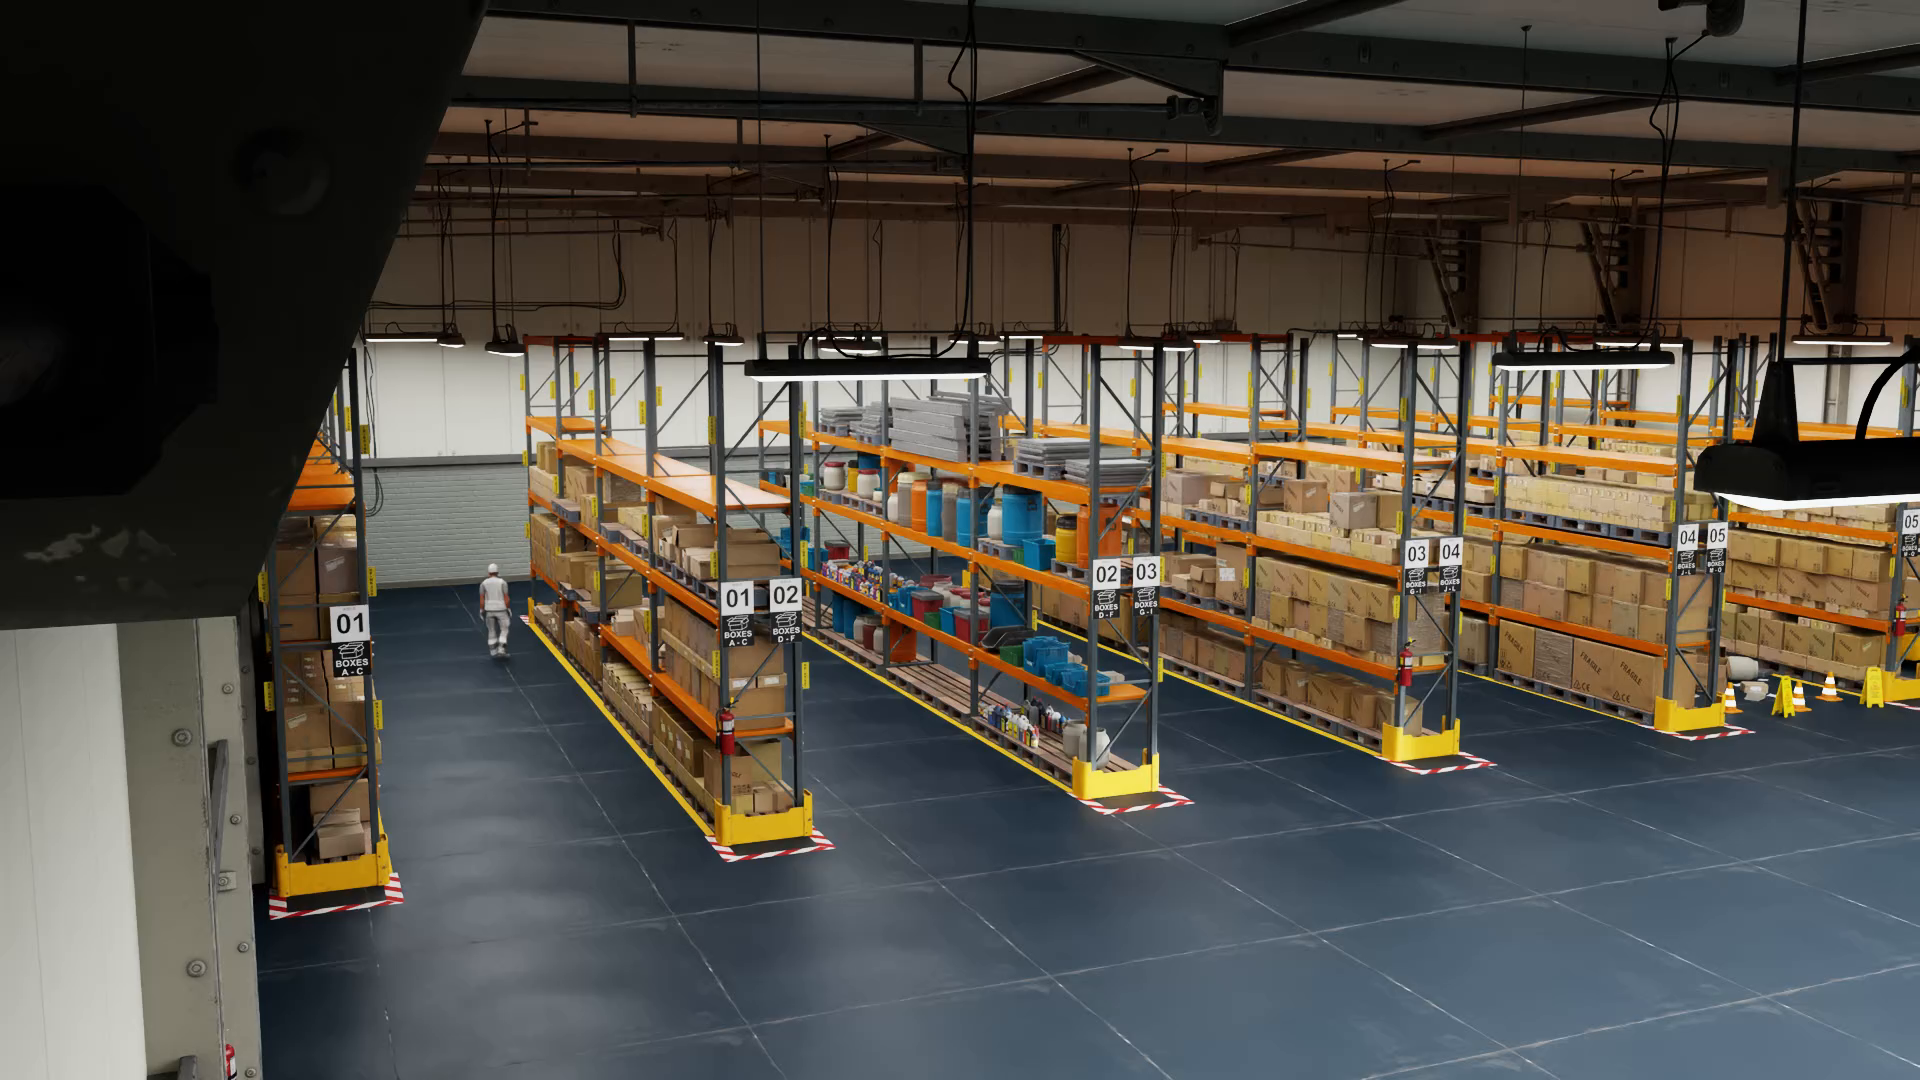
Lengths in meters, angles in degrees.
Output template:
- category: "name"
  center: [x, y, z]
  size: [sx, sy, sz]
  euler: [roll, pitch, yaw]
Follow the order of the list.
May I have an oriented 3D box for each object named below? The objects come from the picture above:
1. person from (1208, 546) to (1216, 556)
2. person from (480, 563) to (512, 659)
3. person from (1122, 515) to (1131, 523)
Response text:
- category: "person"
  center: [6.713, -0.321, 43.623]
  size: [0.581, 1.757, 0.499]
  euler: [7, 10, 43]
- category: "person"
  center: [-8.672, 1.331, 31.037]
  size: [0.592, 1.788, 0.520]
  euler: [0, 8, 1]
- category: "person"
  center: [3.884, 0.069, 40.583]
  size: [0.615, 1.733, 1.021]
  euler: [4, 8, 26]
